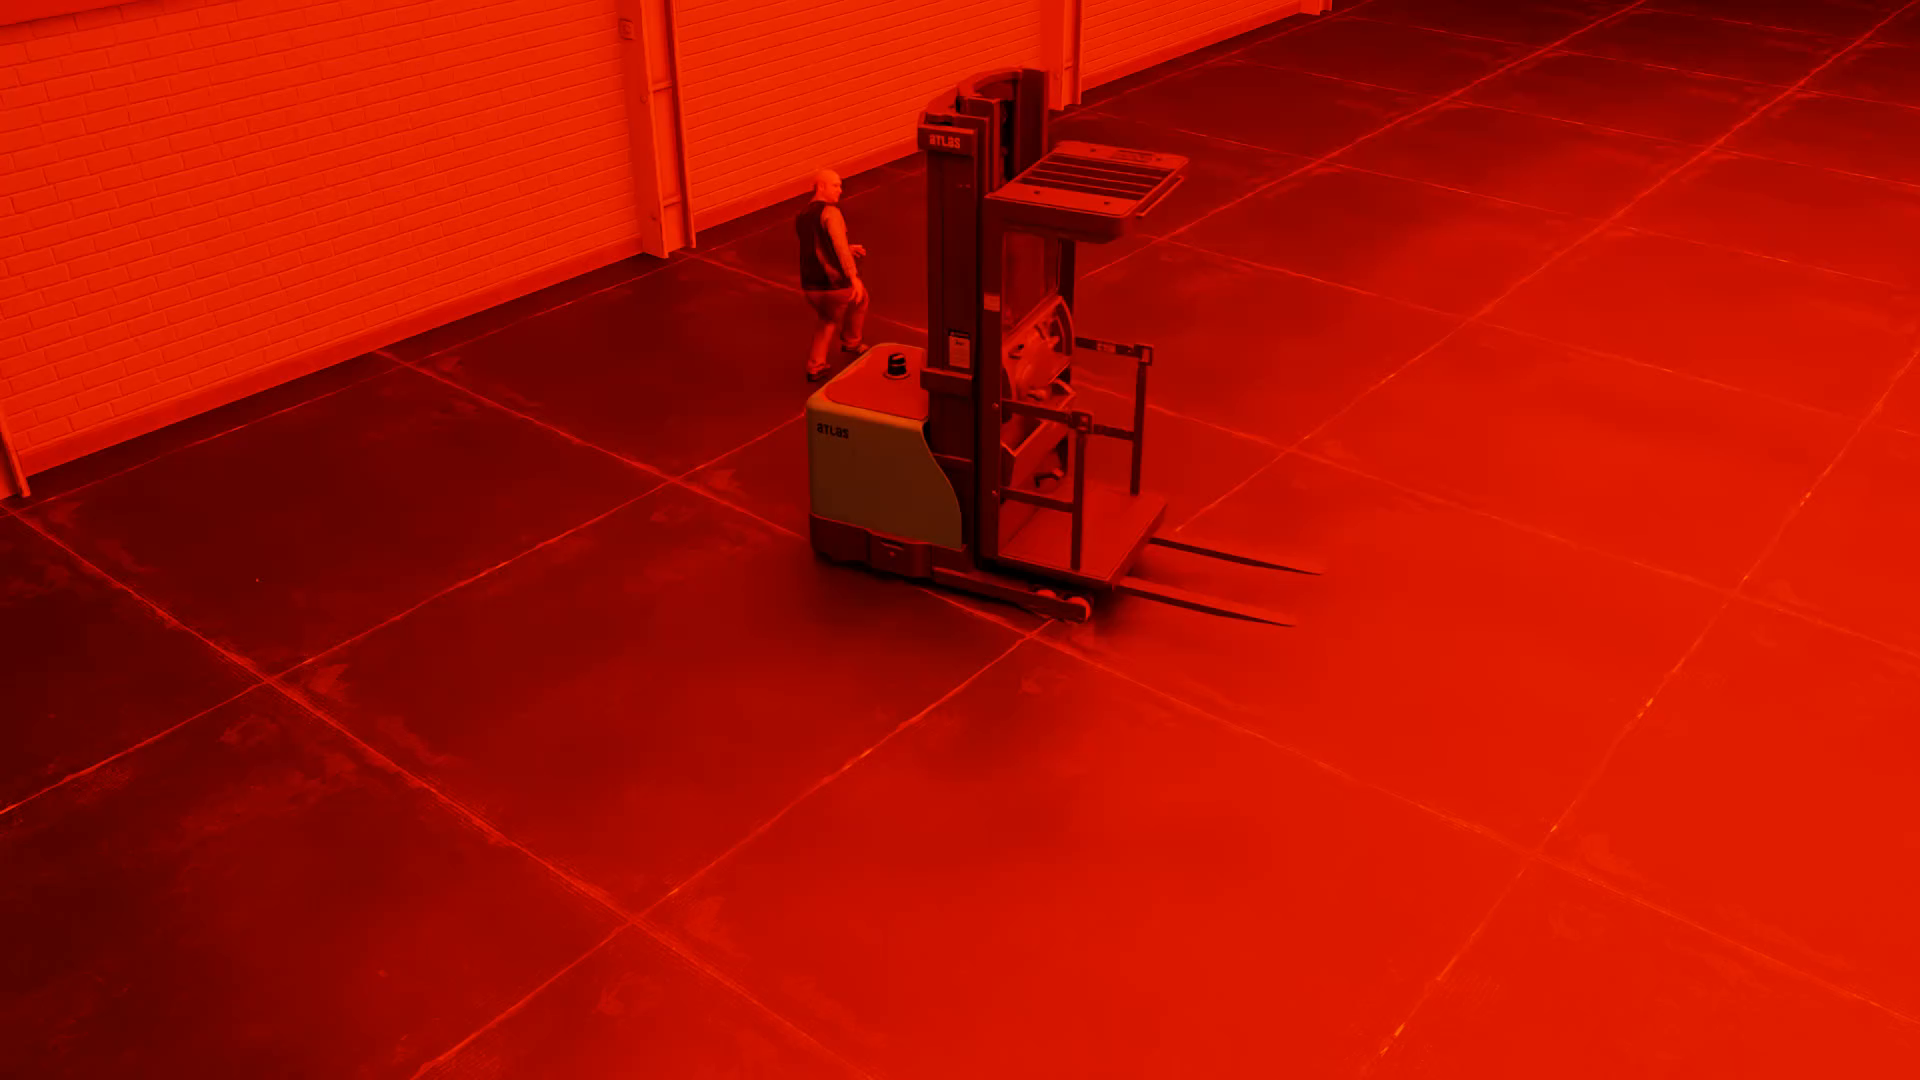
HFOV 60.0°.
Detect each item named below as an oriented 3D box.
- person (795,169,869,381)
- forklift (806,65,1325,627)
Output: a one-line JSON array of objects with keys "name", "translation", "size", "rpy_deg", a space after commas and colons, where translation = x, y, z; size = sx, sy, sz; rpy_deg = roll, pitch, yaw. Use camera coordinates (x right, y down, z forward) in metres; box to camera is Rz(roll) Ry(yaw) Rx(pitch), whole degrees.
[{"name": "person", "translation": [-0.854, -1.968, 12.357], "size": [0.745, 1.555, 0.770], "rpy_deg": [17, 34, 27]}, {"name": "forklift", "translation": [0.633, -1.073, 9.431], "size": [3.031, 2.935, 1.130], "rpy_deg": [13, 33, 22]}]
